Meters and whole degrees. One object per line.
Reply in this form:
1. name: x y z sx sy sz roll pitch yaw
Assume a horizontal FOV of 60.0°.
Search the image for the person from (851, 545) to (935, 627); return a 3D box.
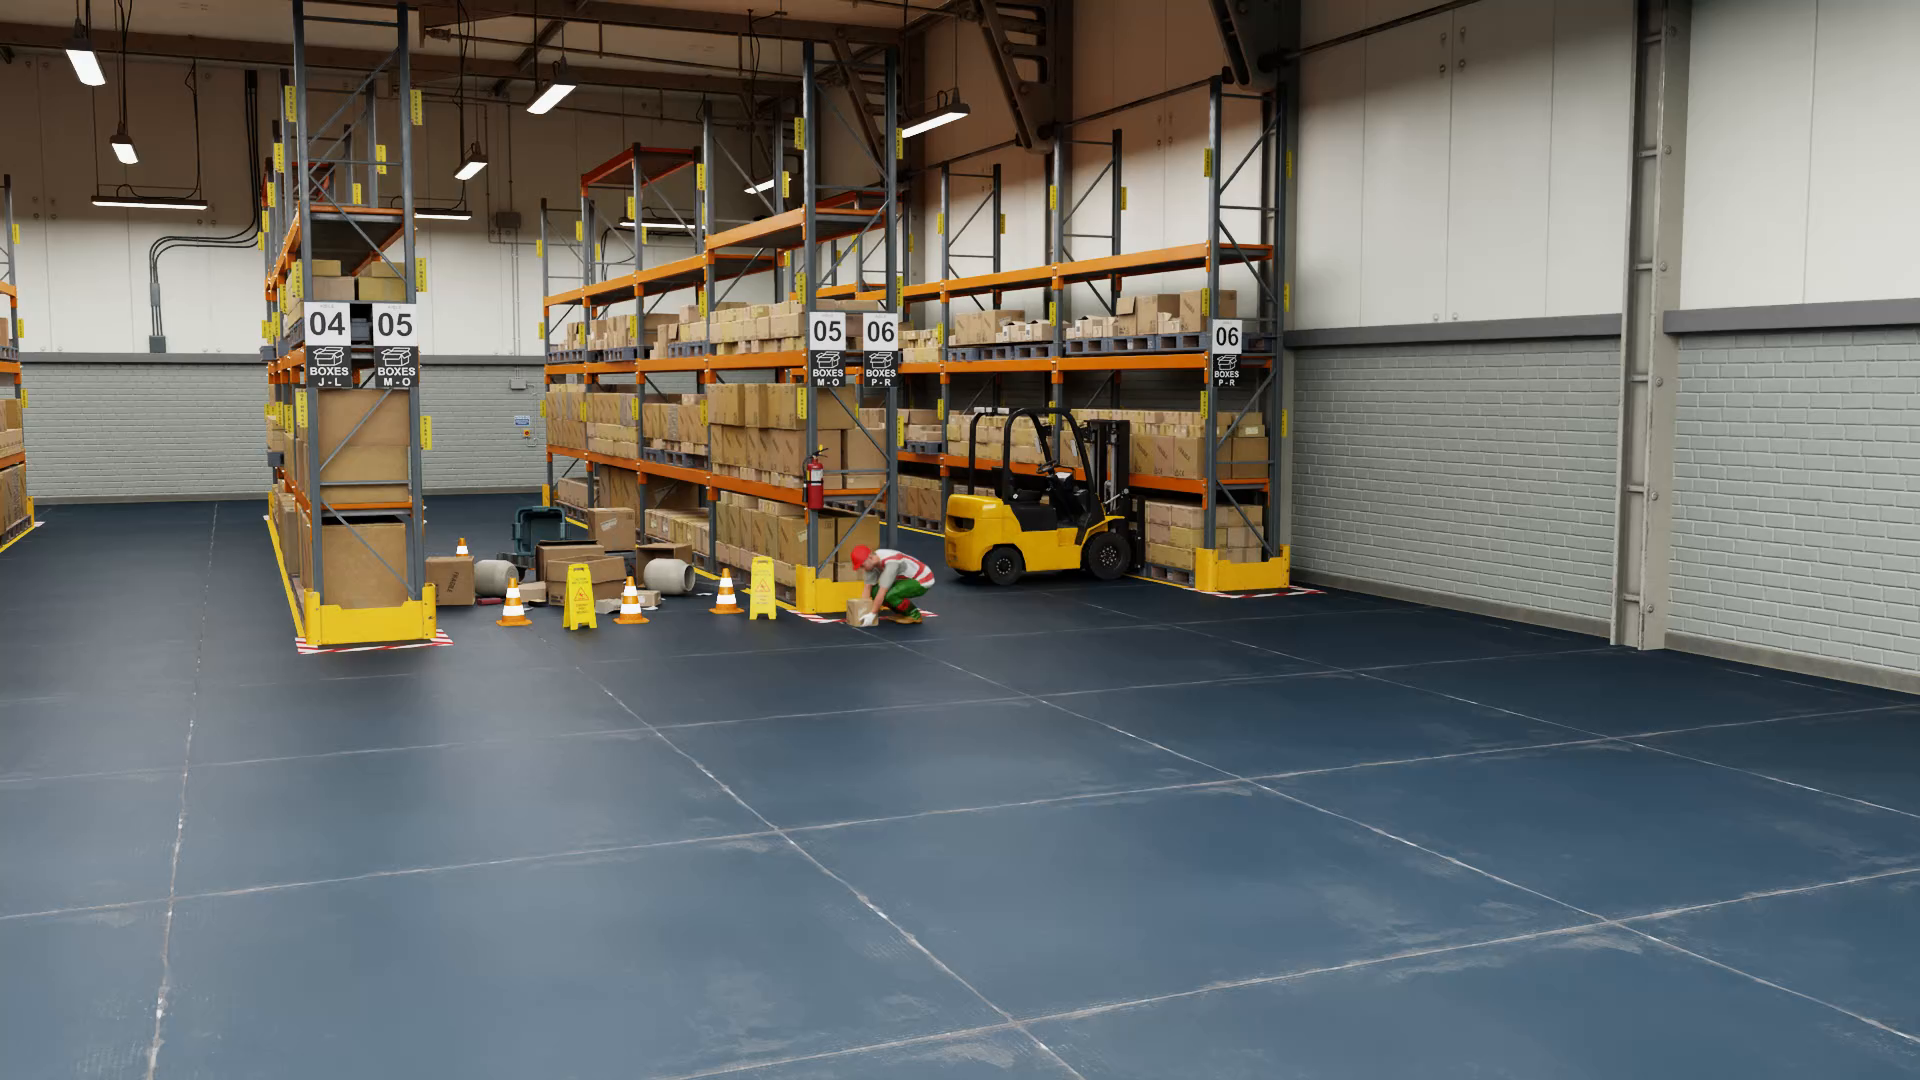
1. person: -0.702 0.469 17.018 0.901 0.877 0.553 -2 6 -24
